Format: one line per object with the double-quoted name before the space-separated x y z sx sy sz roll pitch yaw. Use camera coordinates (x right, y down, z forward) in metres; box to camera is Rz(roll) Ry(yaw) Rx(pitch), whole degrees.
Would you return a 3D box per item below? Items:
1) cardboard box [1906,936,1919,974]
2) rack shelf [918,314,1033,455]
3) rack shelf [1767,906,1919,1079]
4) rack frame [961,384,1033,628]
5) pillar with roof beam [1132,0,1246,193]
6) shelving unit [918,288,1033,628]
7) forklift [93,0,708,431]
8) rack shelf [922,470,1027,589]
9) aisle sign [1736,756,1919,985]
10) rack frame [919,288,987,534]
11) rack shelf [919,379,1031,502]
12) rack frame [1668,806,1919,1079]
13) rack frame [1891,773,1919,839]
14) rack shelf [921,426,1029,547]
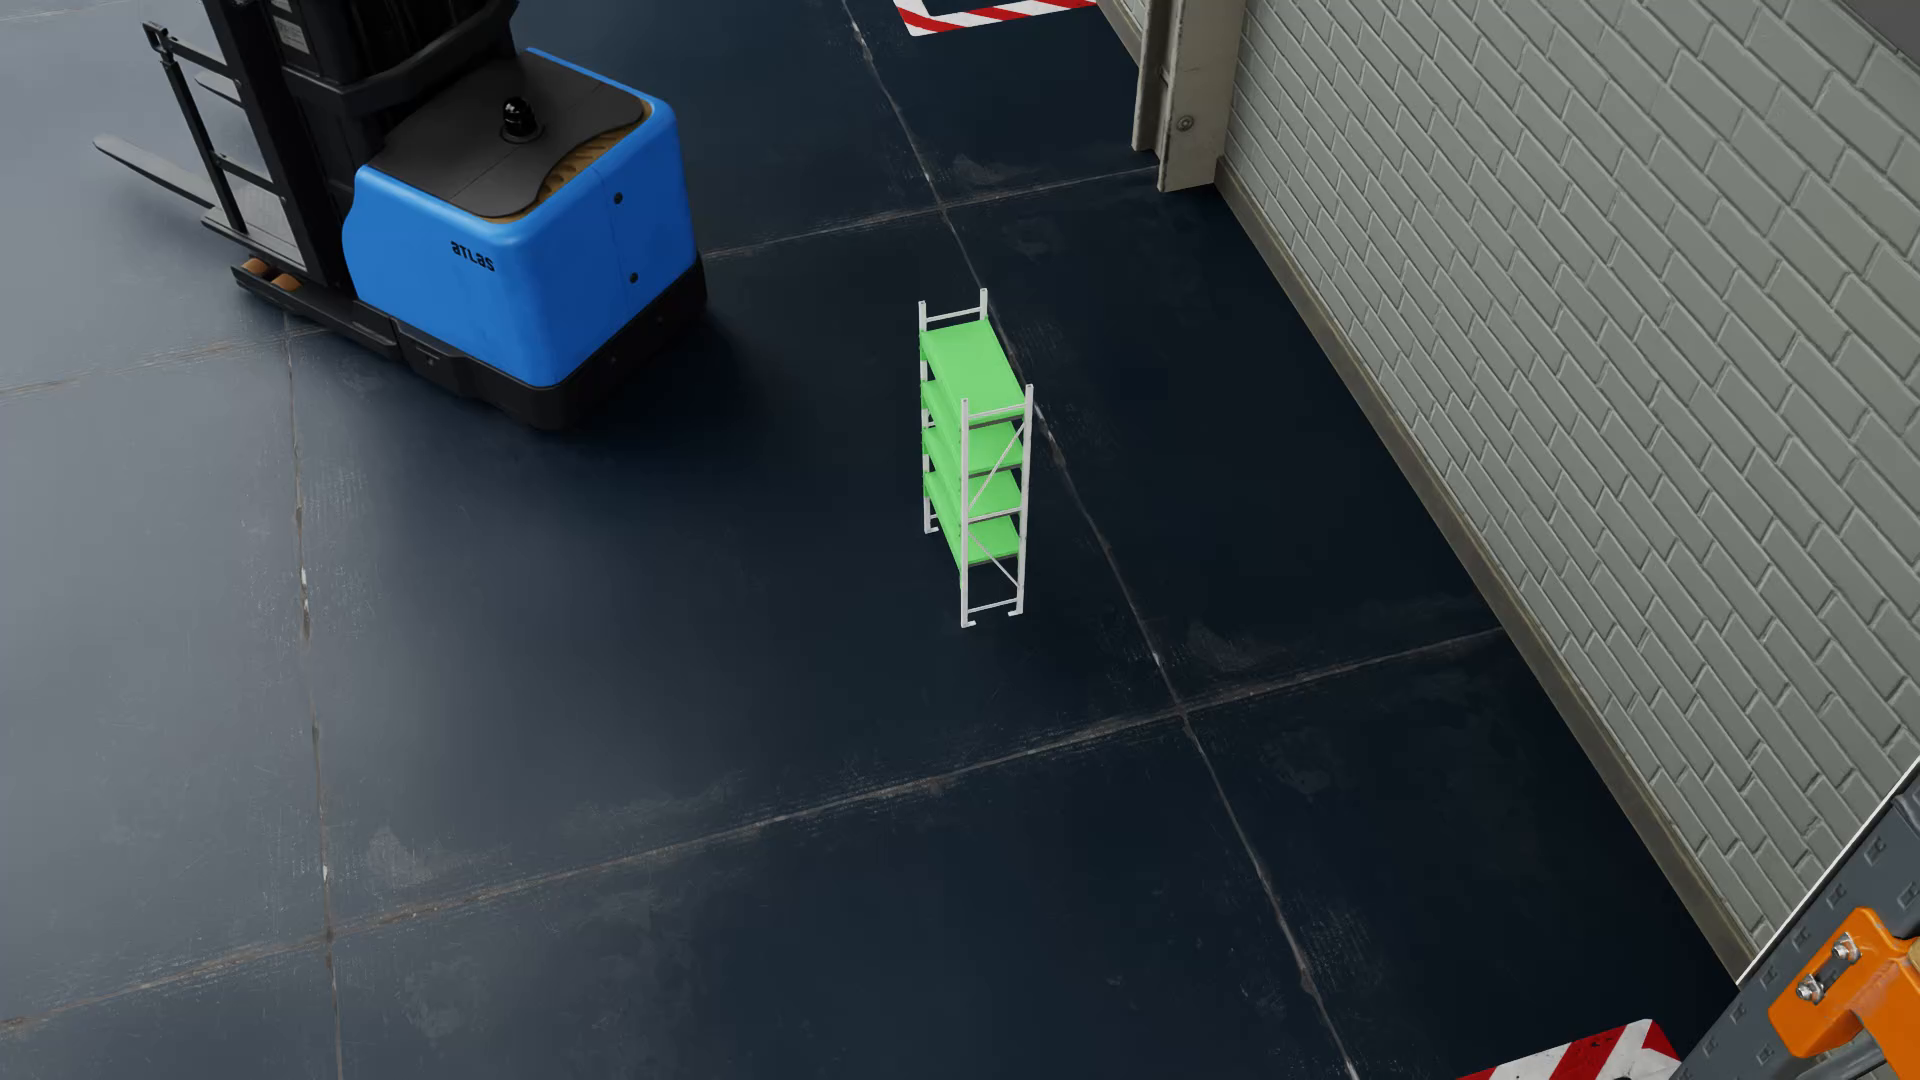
"cardboard box" 1.649 0.559 2.066 0.500 0.500 0.500 -12 51 -10
"rack shelf" 0.049 -0.534 5.661 0.258 0.148 0.480 -13 51 -11
"rack shelf" 2.380 1.989 1.409 1.077 0.370 4.000 -13 51 -11
"rack frame" 0.121 -0.088 5.829 0.240 1.200 0.015 -13 51 -11
"pillar with roof beam" -3.065 -3.763 3.826 9.100 9.000 0.400 -13 51 -11
"shelving unit" 0.049 -0.266 5.979 0.258 1.200 0.503 -13 51 -11
"forklift" -2.634 -2.274 6.539 3.031 2.935 1.130 26 55 20
"rack shelf" 0.049 -0.070 6.211 0.258 0.148 0.480 -13 51 -11
"aisle sign" 1.481 0.441 2.506 0.394 0.787 0.004 -13 51 -11
"rack frame" -0.023 -0.444 6.129 0.240 1.200 0.015 -13 51 -11
"rack shelf" 0.049 -0.379 5.844 0.258 0.148 0.480 -13 51 -11
"rack frame" 1.789 1.264 3.512 1.000 3.000 0.127 -13 51 -11
"rack frame" 1.789 -0.670 1.219 1.000 3.000 0.127 -13 51 -11
"rack shelf" 0.049 -0.225 6.028 0.258 0.148 0.480 -13 51 -11
